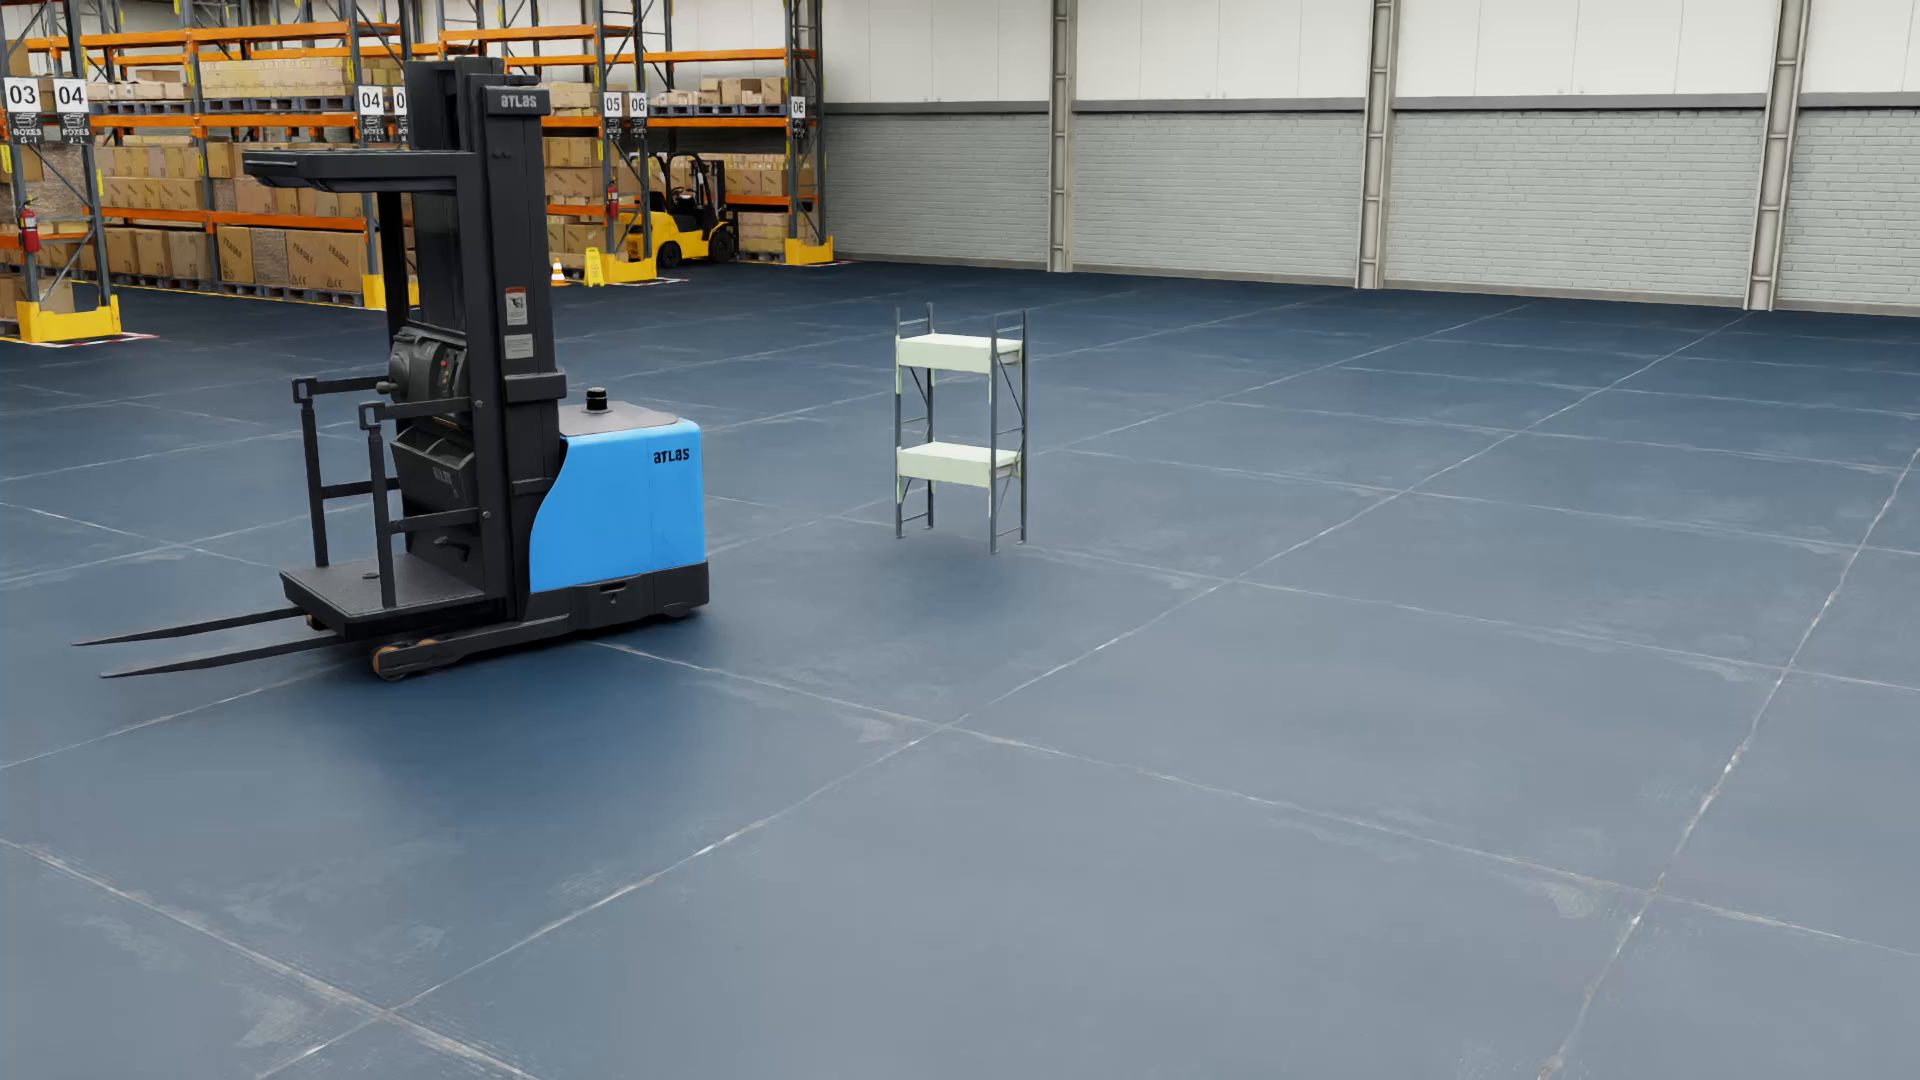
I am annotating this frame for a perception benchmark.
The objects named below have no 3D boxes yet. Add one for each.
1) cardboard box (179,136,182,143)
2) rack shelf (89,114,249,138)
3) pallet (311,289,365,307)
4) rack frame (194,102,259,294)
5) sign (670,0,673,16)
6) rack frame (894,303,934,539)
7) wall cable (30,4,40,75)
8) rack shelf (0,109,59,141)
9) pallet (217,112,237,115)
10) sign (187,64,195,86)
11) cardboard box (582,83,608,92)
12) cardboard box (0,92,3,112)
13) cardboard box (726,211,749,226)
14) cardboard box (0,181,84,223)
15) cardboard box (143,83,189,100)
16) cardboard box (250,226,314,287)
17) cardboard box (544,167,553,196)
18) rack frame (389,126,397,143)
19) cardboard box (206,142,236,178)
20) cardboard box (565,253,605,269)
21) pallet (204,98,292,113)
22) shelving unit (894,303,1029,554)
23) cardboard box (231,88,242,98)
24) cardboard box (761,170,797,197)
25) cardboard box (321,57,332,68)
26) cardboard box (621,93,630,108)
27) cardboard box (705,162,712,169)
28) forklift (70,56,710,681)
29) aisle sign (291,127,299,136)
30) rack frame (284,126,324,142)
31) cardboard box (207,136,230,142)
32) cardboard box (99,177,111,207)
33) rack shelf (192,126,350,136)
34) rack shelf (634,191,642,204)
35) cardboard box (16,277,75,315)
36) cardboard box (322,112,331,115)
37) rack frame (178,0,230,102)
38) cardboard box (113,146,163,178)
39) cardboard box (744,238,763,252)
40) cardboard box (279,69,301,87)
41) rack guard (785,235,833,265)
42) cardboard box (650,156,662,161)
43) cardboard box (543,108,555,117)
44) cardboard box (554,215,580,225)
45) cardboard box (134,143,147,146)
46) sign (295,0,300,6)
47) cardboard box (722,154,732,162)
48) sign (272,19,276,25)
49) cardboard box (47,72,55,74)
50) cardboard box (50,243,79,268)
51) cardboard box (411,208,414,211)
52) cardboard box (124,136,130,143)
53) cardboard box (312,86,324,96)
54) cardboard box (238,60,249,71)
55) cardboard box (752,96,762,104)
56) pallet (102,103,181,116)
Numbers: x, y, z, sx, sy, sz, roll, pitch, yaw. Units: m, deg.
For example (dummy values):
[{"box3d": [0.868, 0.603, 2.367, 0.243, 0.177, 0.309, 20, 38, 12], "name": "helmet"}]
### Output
[{"box3d": [-16.342, -8.516, 35.342, 0.250, 0.149, 0.380, 10, 17, 34], "name": "cardboard box"}, {"box3d": [-13.451, -6.934, 27.845, 4.000, 0.370, 1.077, 9, 17, 33], "name": "rack shelf"}, {"box3d": [-9.179, -3.760, 25.574, 1.213, 0.211, 1.003, 9, 17, 33], "name": "pallet"}, {"box3d": [-11.791, -5.559, 27.036, 0.127, 3.000, 1.000, 9, 17, 33], "name": "rack frame"}, {"box3d": [-6.015, -11.099, 34.659, 0.005, 0.325, 0.100, 9, 17, 33], "name": "sign"}, {"box3d": [-0.298, -0.776, 10.838, 0.023, 1.500, 0.400, 9, 17, 33], "name": "rack frame"}, {"box3d": [-23.525, -11.937, 40.317, 0.029, 3.000, 2.355, 9, 17, 33], "name": "wall cable"}, {"box3d": [-12.984, -5.422, 21.738, 4.000, 0.370, 1.077, 9, 17, 33], "name": "rack shelf"}, {"box3d": [-14.962, -8.882, 34.617, 1.217, 0.209, 0.805, 8, 16, 31], "name": "pallet"}, {"box3d": [-12.086, -7.309, 26.133, 0.005, 0.325, 0.100, 9, 17, 33], "name": "sign"}, {"box3d": [-6.239, -7.730, 28.430, 0.250, 0.149, 0.380, 9, 17, 33], "name": "cardboard box"}, {"box3d": [-11.866, -5.444, 20.643, 0.500, 0.250, 0.500, 10, 17, 34], "name": "cardboard box"}, {"box3d": [-4.434, -6.500, 33.606, 0.500, 0.250, 0.500, 9, 17, 34], "name": "cardboard box"}, {"box3d": [-11.765, -4.319, 21.201, 0.500, 0.500, 0.875, 9, 17, 33], "name": "cardboard box"}, {"box3d": [-12.939, -7.316, 27.123, 0.500, 0.250, 0.500, 9, 17, 32], "name": "cardboard box"}, {"box3d": [-10.558, -4.513, 26.358, 0.875, 0.875, 0.875, 9, 17, 33], "name": "cardboard box"}, {"box3d": [-7.224, -6.369, 29.484, 0.500, 0.500, 0.500, 9, 17, 33], "name": "cardboard box"}, {"box3d": [-12.984, -8.622, 39.412, 0.127, 3.000, 1.000, 9, 17, 33], "name": "rack frame"}, {"box3d": [-11.504, -6.099, 26.660, 0.550, 0.550, 0.875, 9, 17, 33], "name": "cardboard box"}, {"box3d": [-6.634, -4.950, 29.425, 0.500, 0.250, 0.500, 9, 17, 33], "name": "cardboard box"}, {"box3d": [-11.118, -6.860, 26.234, 1.213, 0.211, 1.003, 9, 17, 33], "name": "pallet"}, {"box3d": [0.006, -0.727, 10.639, 0.755, 1.500, 0.431, 9, 17, 33], "name": "shelving unit"}, {"box3d": [-11.049, -6.927, 25.761, 0.250, 0.149, 0.380, 9, 16, 32], "name": "cardboard box"}, {"box3d": [-3.581, -7.075, 32.954, 0.500, 0.500, 0.500, 9, 16, 32], "name": "cardboard box"}, {"box3d": [-9.147, -7.007, 24.426, 0.250, 0.149, 0.380, 9, 17, 33], "name": "cardboard box"}, {"box3d": [-6.062, -7.671, 29.019, 0.500, 0.250, 0.500, 9, 16, 32], "name": "cardboard box"}, {"box3d": [-4.956, -7.606, 33.749, 0.250, 0.149, 0.380, 9, 16, 32], "name": "cardboard box"}, {"box3d": [-2.849, -0.882, 8.287, 3.031, 2.935, 1.130, -11, 18, -37], "name": "forklift"}, {"box3d": [-16.523, -10.371, 41.067, 0.004, 0.787, 0.394, 9, 17, 33], "name": "aisle sign"}, {"box3d": [-16.303, -9.159, 41.579, 0.127, 3.000, 1.000, 9, 17, 33], "name": "rack frame"}, {"box3d": [-15.868, -8.575, 35.581, 0.250, 0.149, 0.380, 9, 16, 32], "name": "cardboard box"}, {"box3d": [-14.465, -5.962, 28.457, 0.500, 0.500, 0.500, 9, 17, 32], "name": "cardboard box"}, {"box3d": [-14.091, -8.471, 34.054, 4.000, 0.370, 1.077, 9, 17, 33], "name": "rack shelf"}, {"box3d": [-8.005, -7.468, 36.248, 4.000, 0.370, 1.077, 9, 17, 33], "name": "rack shelf"}, {"box3d": [-11.833, -3.124, 21.530, 0.500, 0.500, 0.500, 13, 19, 43], "name": "cardboard box"}, {"box3d": [-12.265, -8.354, 32.607, 0.250, 0.149, 0.380, 9, 17, 33], "name": "cardboard box"}, {"box3d": [-15.751, -10.544, 34.691, 0.127, 3.000, 1.000, 9, 17, 33], "name": "rack frame"}, {"box3d": [-13.896, -6.431, 28.270, 0.500, 0.500, 0.700, 9, 16, 32], "name": "cardboard box"}, {"box3d": [-4.000, -5.951, 33.468, 0.500, 0.250, 0.500, 9, 17, 33], "name": "cardboard box"}, {"box3d": [-9.865, -6.947, 25.012, 0.500, 0.250, 0.500, 9, 17, 32], "name": "cardboard box"}, {"box3d": [-3.006, -5.796, 33.198, 0.348, 0.500, 1.175, 9, 17, 33], "name": "rack guard"}, {"box3d": [-6.246, -7.955, 34.540, 0.250, 0.149, 0.380, 10, 17, 34], "name": "cardboard box"}, {"box3d": [-7.078, -7.489, 29.116, 0.250, 0.149, 0.380, 9, 17, 32], "name": "cardboard box"}, {"box3d": [-6.946, -5.662, 29.391, 0.250, 0.149, 0.380, 10, 17, 34], "name": "cardboard box"}, {"box3d": [-17.552, -8.379, 36.140, 0.500, 0.500, 0.500, 9, 17, 33], "name": "cardboard box"}, {"box3d": [-12.738, -10.427, 31.943, 0.005, 0.325, 0.100, 9, 17, 33], "name": "sign"}, {"box3d": [-4.556, -7.678, 33.420, 0.250, 0.149, 0.380, 10, 17, 34], "name": "cardboard box"}, {"box3d": [-16.606, -12.454, 40.299, 0.005, 0.325, 0.100, 9, 17, 33], "name": "sign"}, {"box3d": [-15.954, -8.176, 29.565, 0.258, 0.266, 0.396, 9, 17, 33], "name": "cardboard box"}, {"box3d": [-15.802, -5.122, 29.599, 0.500, 0.500, 0.500, 9, 17, 33], "name": "cardboard box"}, {"box3d": [-12.834, -7.826, 39.175, 0.250, 0.149, 0.380, 10, 17, 35], "name": "cardboard box"}, {"box3d": [-18.045, -8.779, 36.407, 0.250, 0.149, 0.380, 9, 17, 33], "name": "cardboard box"}, {"box3d": [-9.359, -6.654, 24.659, 0.250, 0.149, 0.380, 9, 17, 34], "name": "cardboard box"}, {"box3d": [-10.832, -7.279, 25.525, 0.250, 0.149, 0.380, 9, 17, 33], "name": "cardboard box"}, {"box3d": [-3.883, -8.650, 32.722, 0.250, 0.149, 0.380, 9, 16, 31], "name": "cardboard box"}, {"box3d": [-13.617, -7.234, 27.955, 1.213, 0.211, 1.003, 10, 17, 35], "name": "pallet"}]
